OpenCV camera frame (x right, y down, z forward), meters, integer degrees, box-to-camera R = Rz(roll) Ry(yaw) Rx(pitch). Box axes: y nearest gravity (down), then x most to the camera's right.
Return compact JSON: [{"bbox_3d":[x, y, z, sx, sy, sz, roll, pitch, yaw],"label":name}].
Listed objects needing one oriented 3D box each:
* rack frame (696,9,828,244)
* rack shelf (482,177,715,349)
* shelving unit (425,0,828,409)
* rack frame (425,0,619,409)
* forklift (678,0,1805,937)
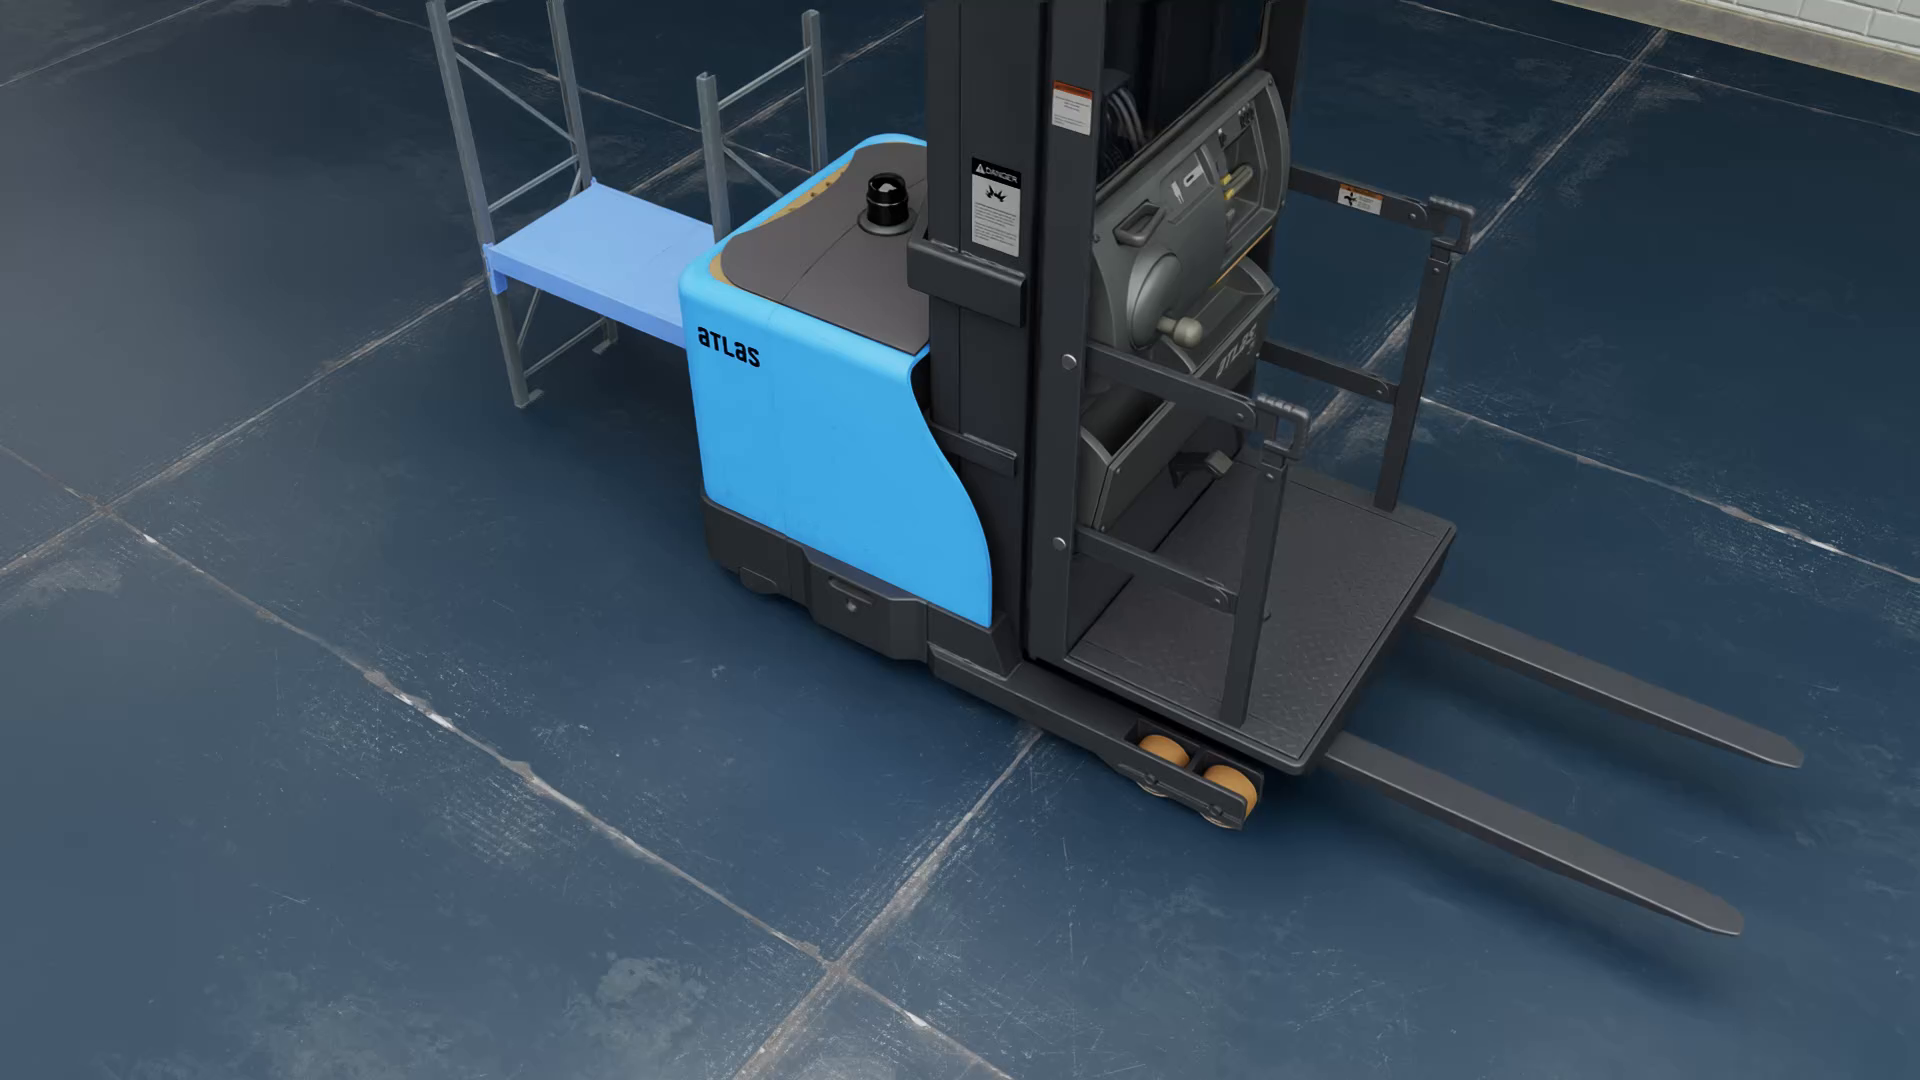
[{"bbox_3d":[-0.543,-0.785,5.003,0.032,1.500,0.500,24,47,24],"label":"rack frame"},{"bbox_3d":[-0.968,-0.837,5.330,1.000,0.185,0.538,24,47,24],"label":"rack shelf"},{"bbox_3d":[-0.968,-0.971,5.210,1.048,1.500,0.538,24,47,24],"label":"shelving unit"},{"bbox_3d":[-1.394,-1.156,5.418,0.032,1.500,0.500,24,47,24],"label":"rack frame"},{"bbox_3d":[0.736,-0.740,3.879,3.031,2.935,1.130,24,47,24],"label":"forklift"}]
